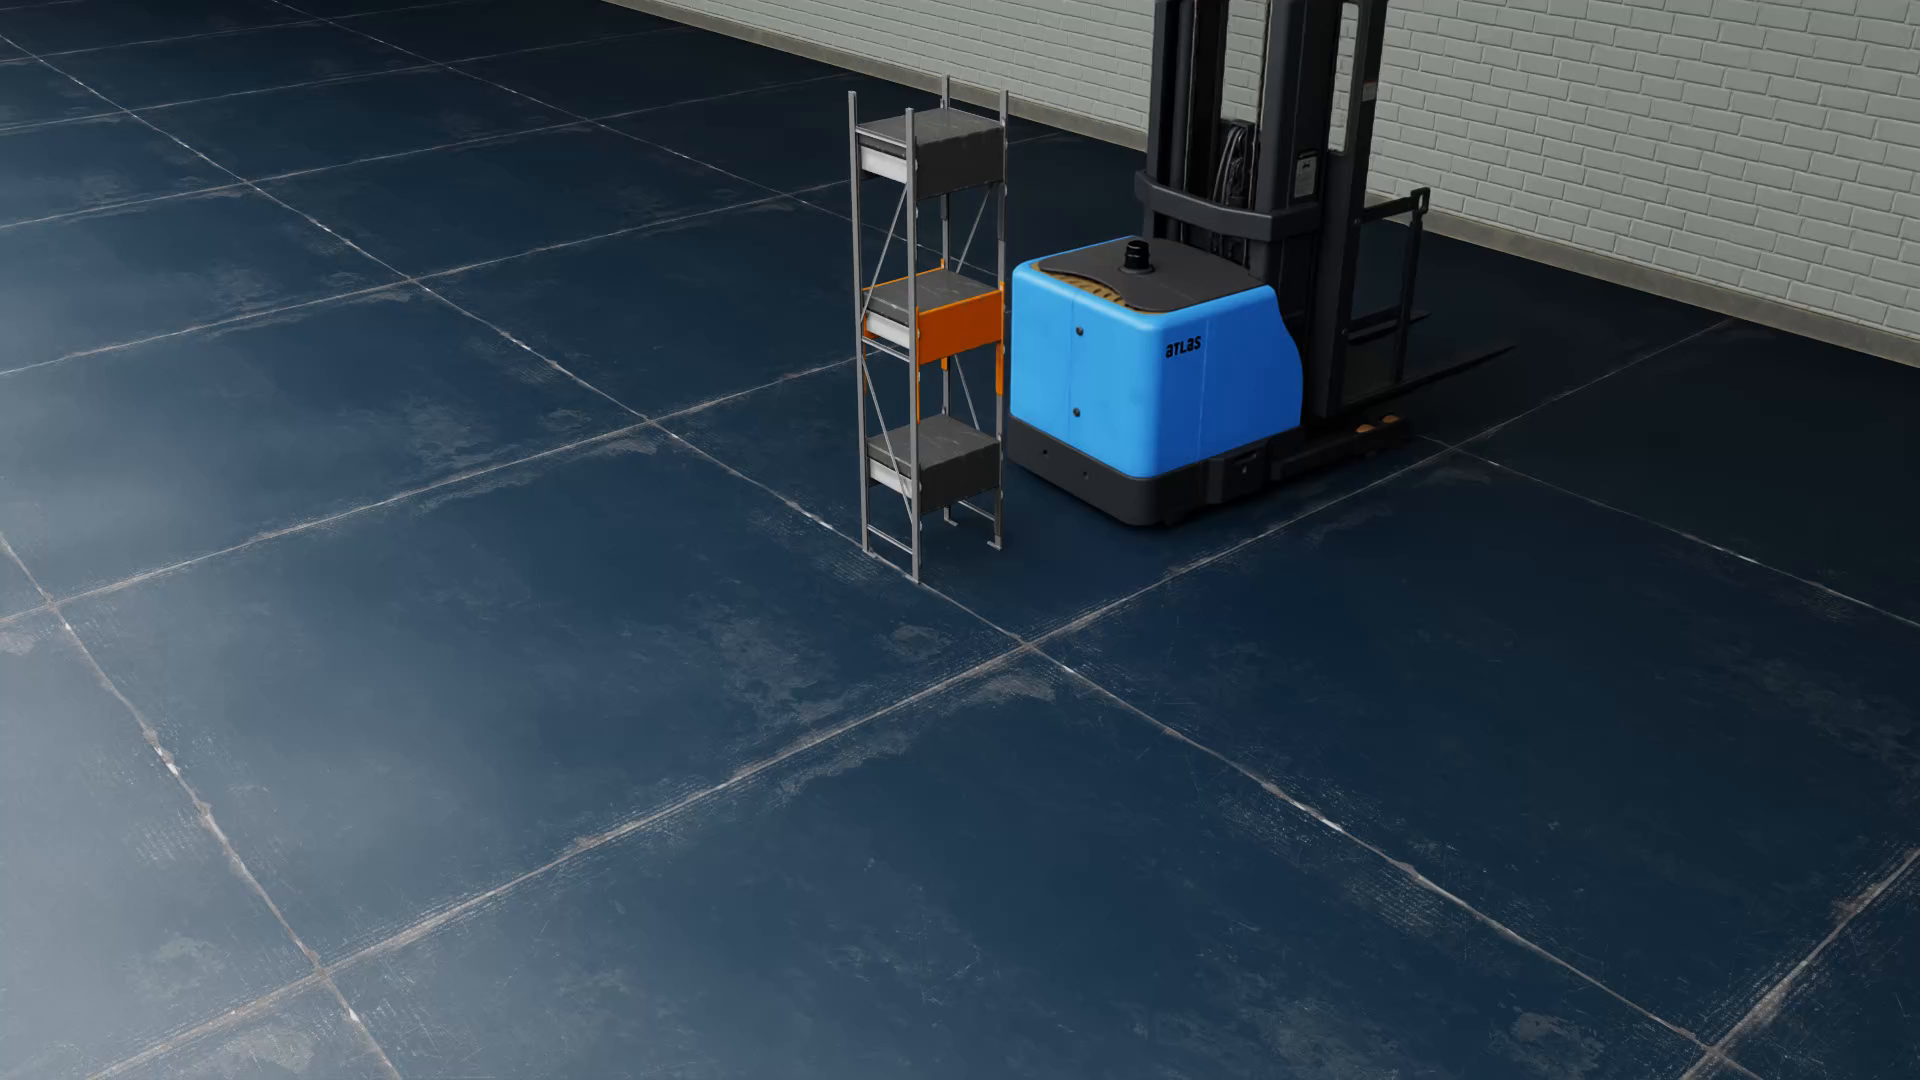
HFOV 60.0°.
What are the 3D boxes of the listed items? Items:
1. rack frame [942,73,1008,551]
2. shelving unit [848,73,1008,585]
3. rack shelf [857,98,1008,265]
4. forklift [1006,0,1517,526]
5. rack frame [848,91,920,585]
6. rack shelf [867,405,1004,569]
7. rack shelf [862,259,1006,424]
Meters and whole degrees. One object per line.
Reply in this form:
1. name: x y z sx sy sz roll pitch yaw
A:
1. rack frame: 0.060 -0.950 7.300 0.015 2.100 0.400 -22 35 -35
2. shelving unit: -0.126 -0.875 7.160 0.503 2.100 0.431 -22 35 -35
3. rack shelf: -0.126 -1.481 6.837 0.480 0.518 0.431 -22 35 -35
4. forklift: 1.719 -1.899 8.194 3.031 2.935 1.130 -19 34 -32
5. rack frame: -0.312 -0.801 7.021 0.015 2.100 0.400 -22 35 -35
6. rack shelf: -0.126 -0.246 7.497 0.480 0.518 0.431 -22 35 -35
7. rack shelf: -0.126 -0.863 7.167 0.480 0.518 0.431 -22 35 -35
